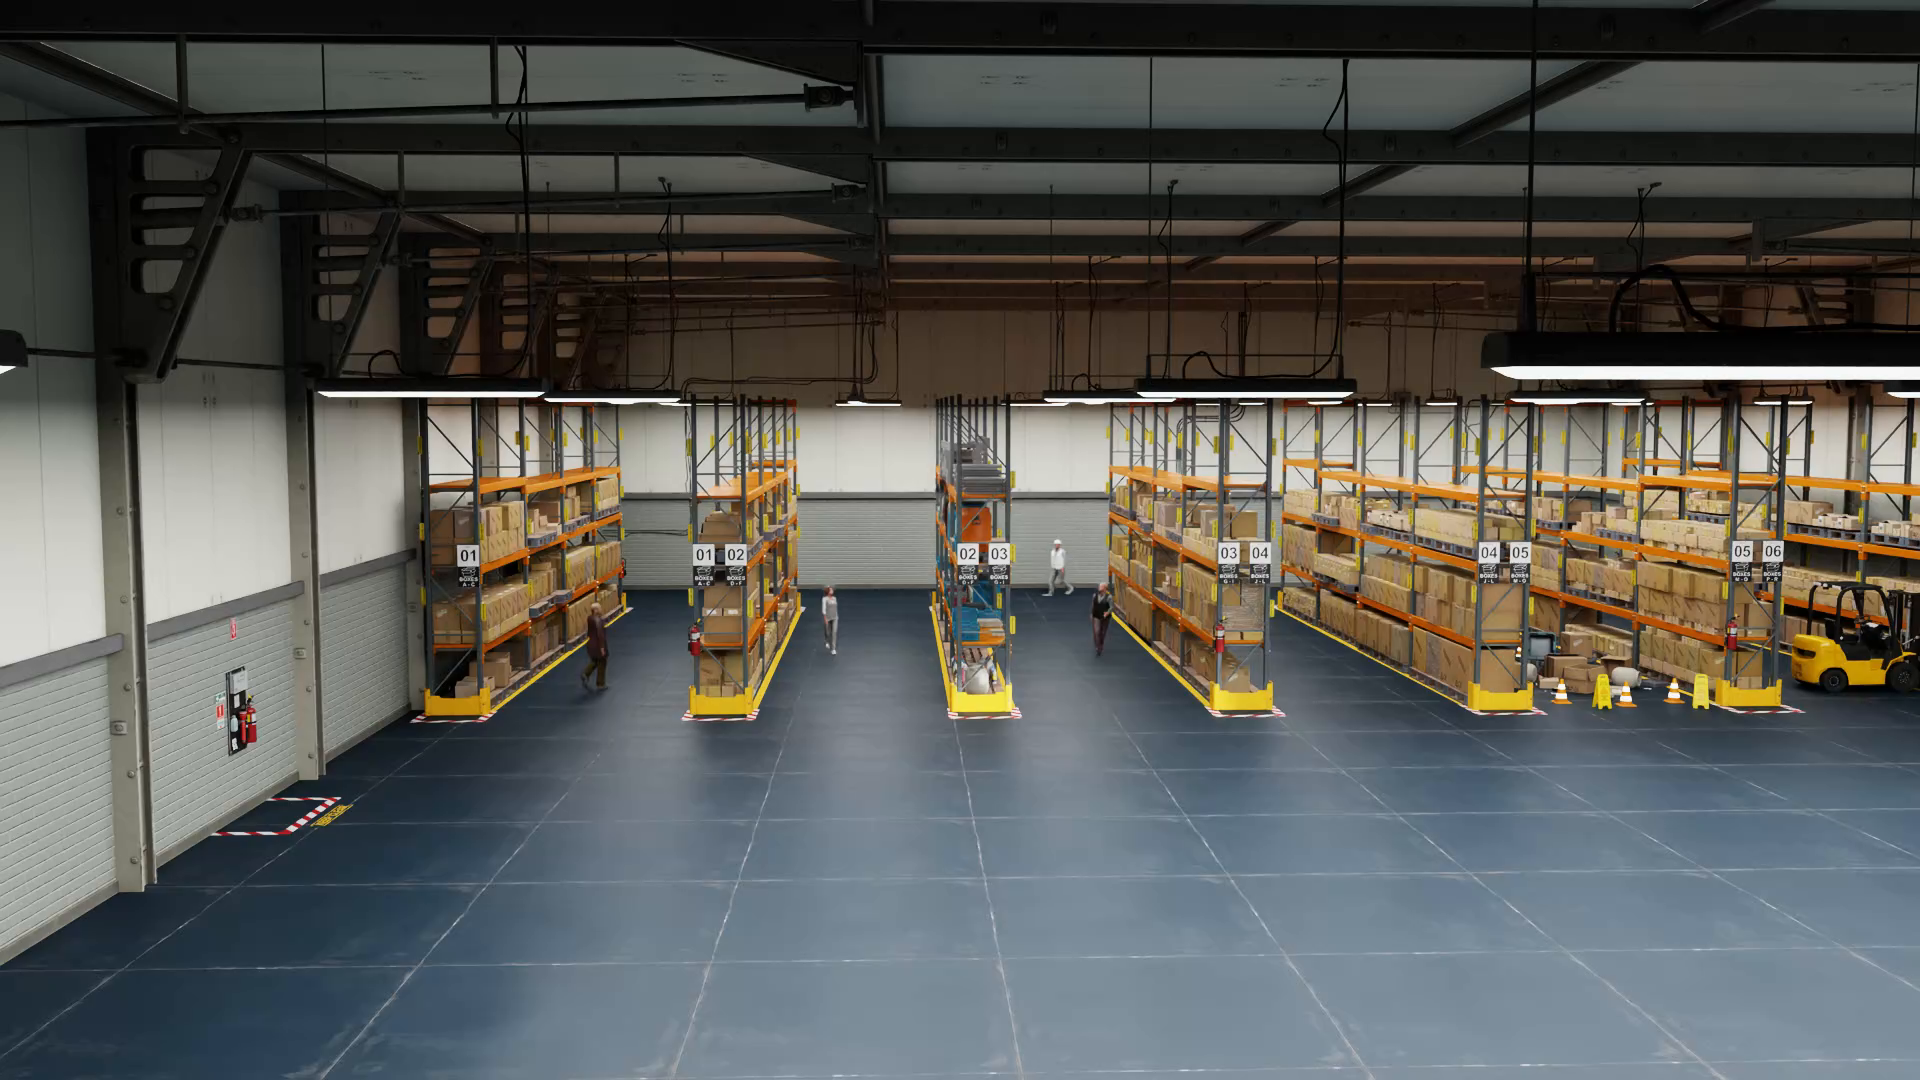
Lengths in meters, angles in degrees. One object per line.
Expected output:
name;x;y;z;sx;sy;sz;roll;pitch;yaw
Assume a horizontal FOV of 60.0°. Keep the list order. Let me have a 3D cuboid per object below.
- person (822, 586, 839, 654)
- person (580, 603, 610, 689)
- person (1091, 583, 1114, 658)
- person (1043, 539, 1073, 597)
person;-3.027;1.849;38.756;0.402;1.548;0.823;-1;5;-9
person;-7.439;2.162;33.852;0.550;1.767;0.723;3;5;31
person;3.332;1.839;38.807;0.504;1.701;0.992;0;4;-2
person;2.996;0.855;50.774;0.948;1.752;0.561;-3;5;-34
